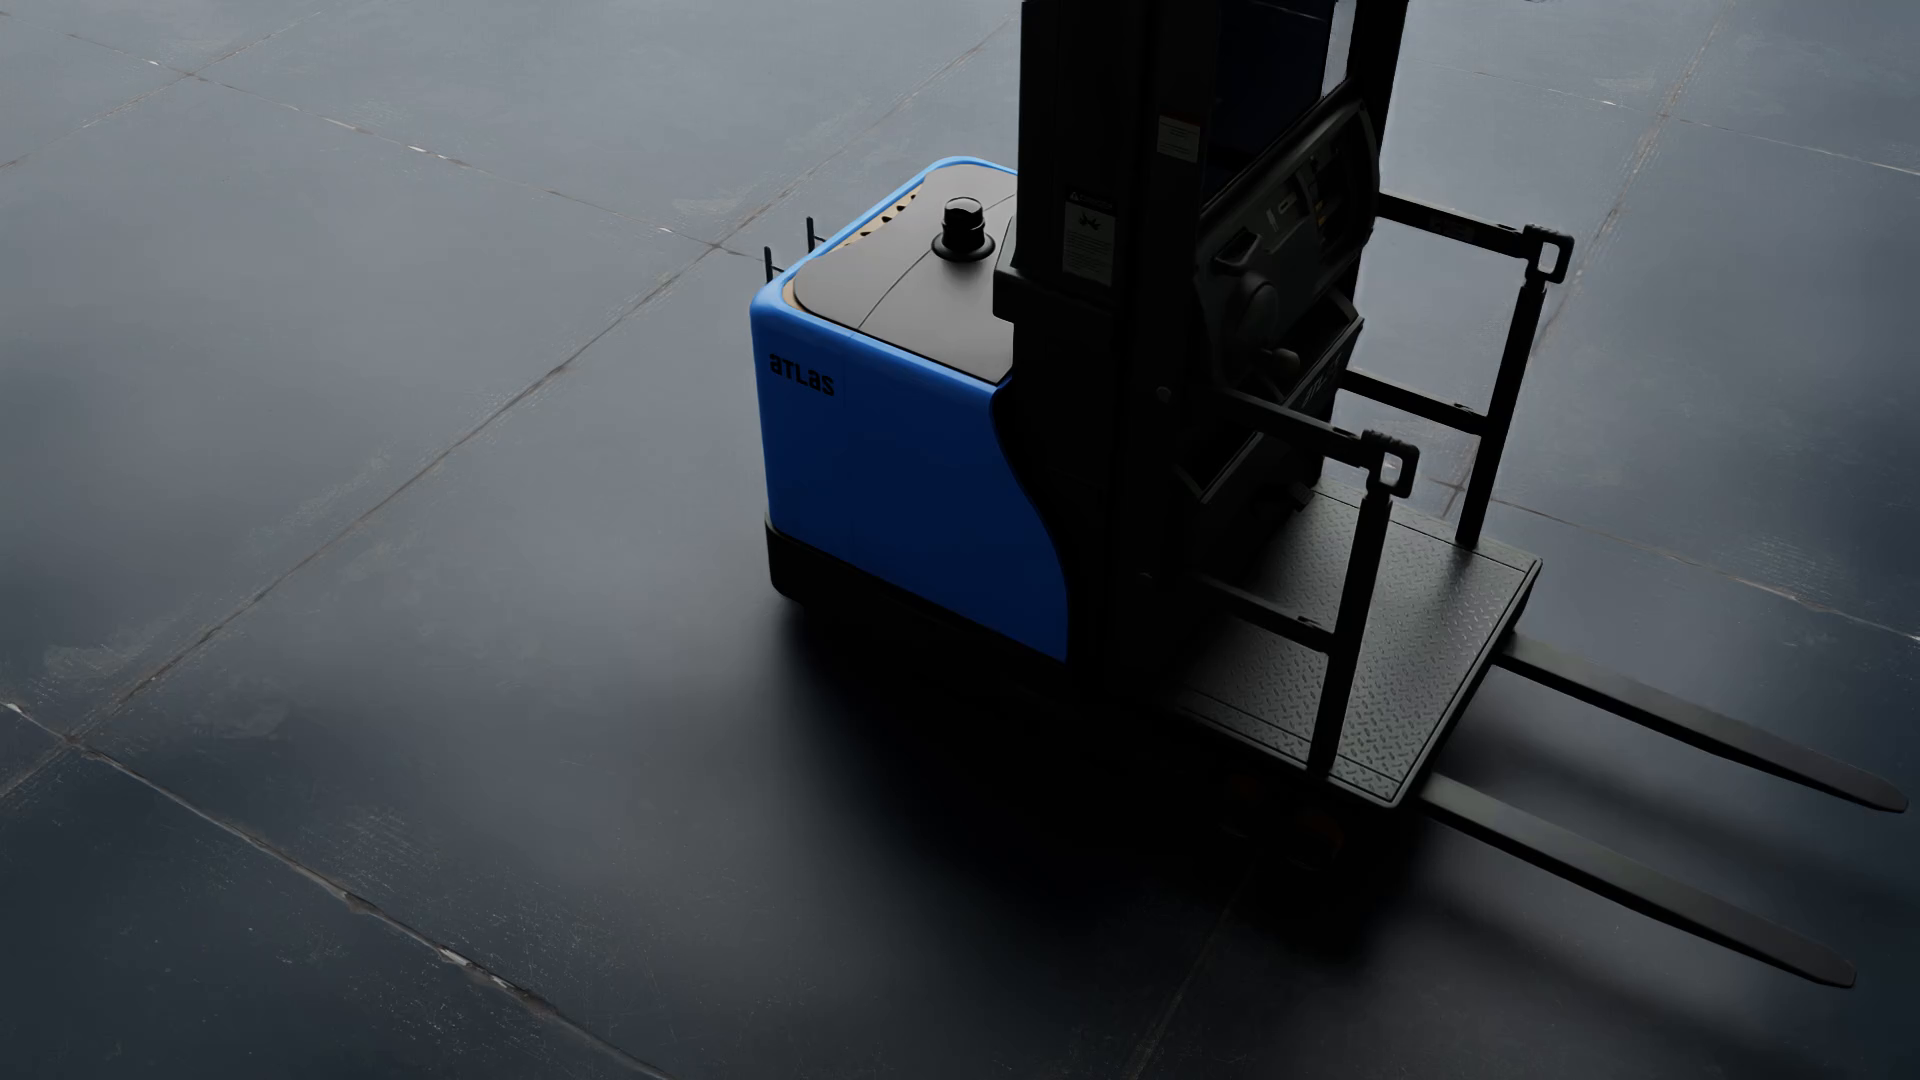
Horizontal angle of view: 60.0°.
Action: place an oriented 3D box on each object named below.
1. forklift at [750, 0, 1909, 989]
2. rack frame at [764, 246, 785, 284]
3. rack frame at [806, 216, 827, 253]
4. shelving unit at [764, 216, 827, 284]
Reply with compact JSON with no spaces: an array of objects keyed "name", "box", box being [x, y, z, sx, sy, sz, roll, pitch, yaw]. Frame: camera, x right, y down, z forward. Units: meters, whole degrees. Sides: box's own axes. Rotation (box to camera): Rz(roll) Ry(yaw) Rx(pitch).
[{"name":"forklift","box":[0.940,-0.655,3.776,3.031,2.935,1.130,24,47,24]},{"name":"rack frame","box":[-0.471,-0.476,5.109,0.240,0.900,0.006,24,47,25]},{"name":"rack frame","box":[-0.359,-0.588,5.237,0.240,0.900,0.006,24,47,25]},{"name":"shelving unit","box":[-0.415,-0.532,5.173,0.258,0.900,0.210,24,47,25]}]
